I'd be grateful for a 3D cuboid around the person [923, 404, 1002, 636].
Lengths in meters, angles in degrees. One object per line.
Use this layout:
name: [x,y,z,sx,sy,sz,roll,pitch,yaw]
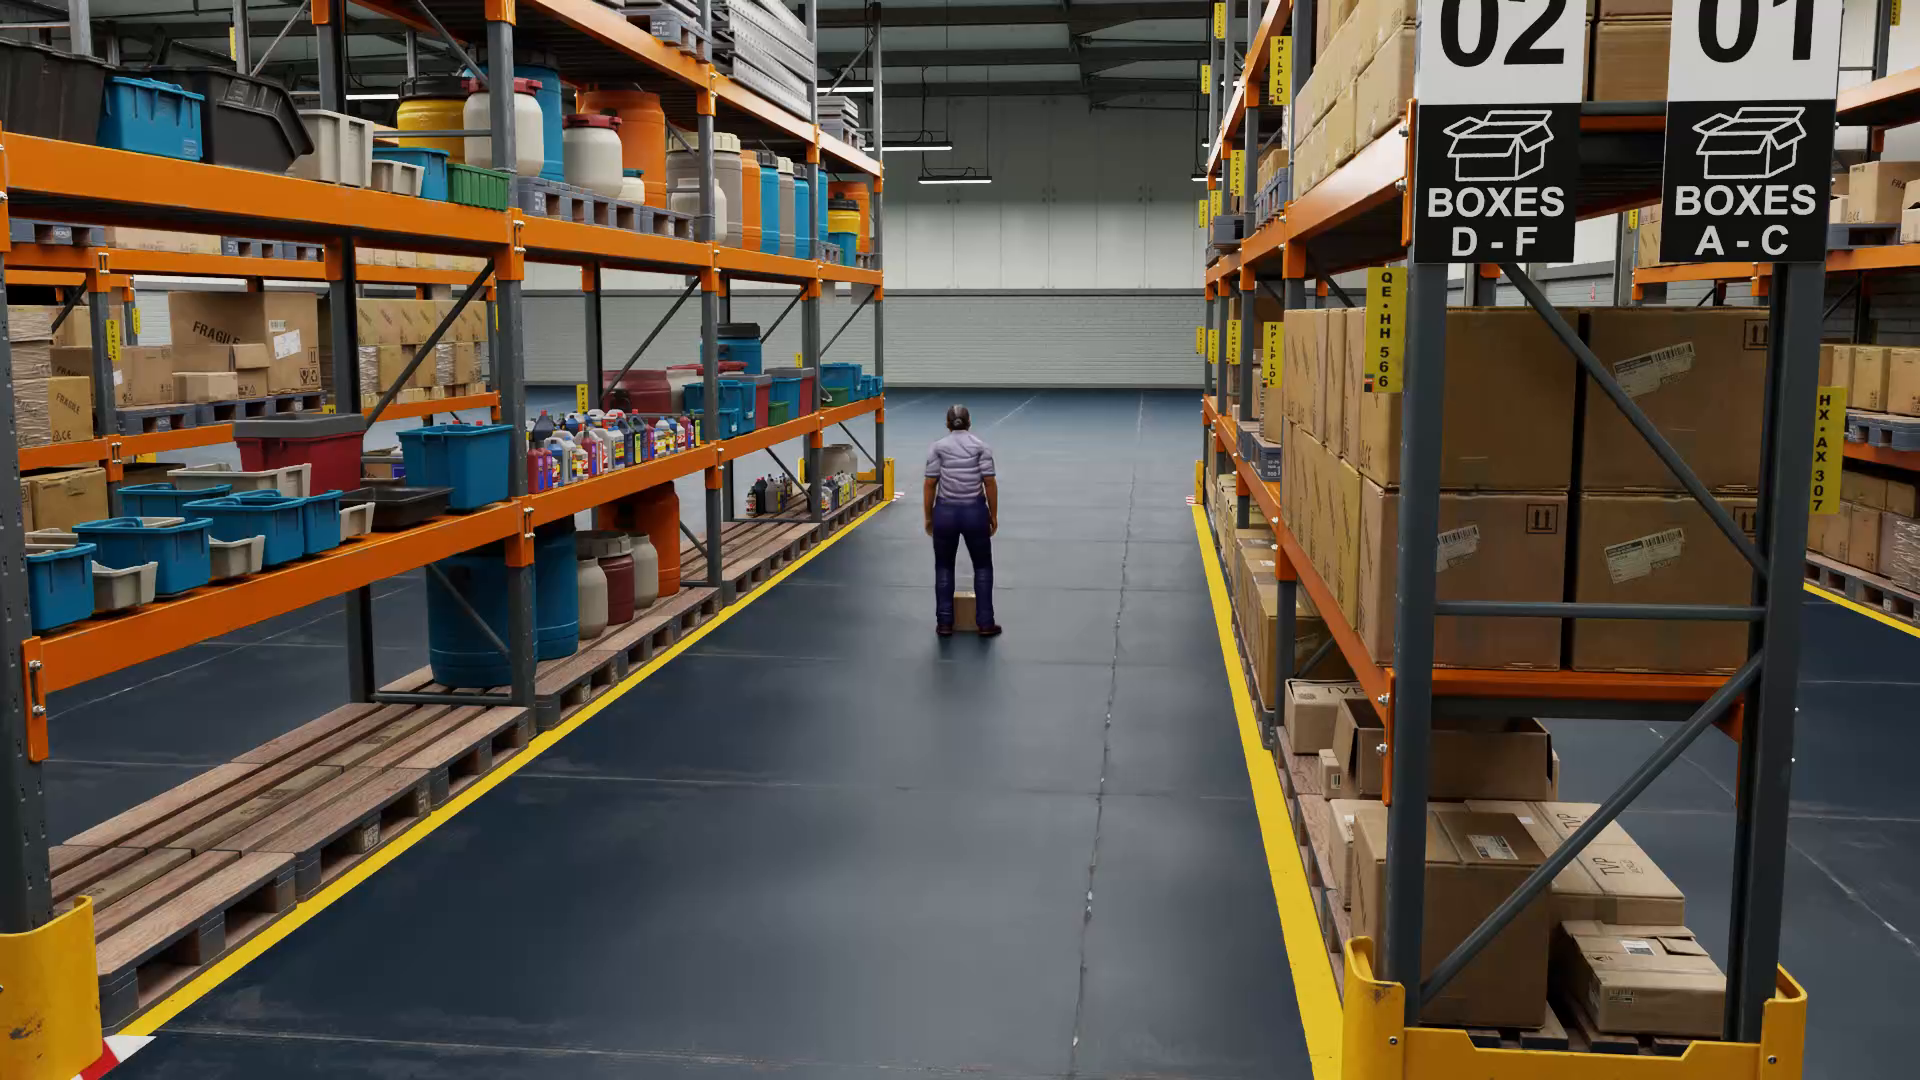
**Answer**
person: [0.020,-0.140,11.870,0.561,1.651,0.377,0,8,3]
